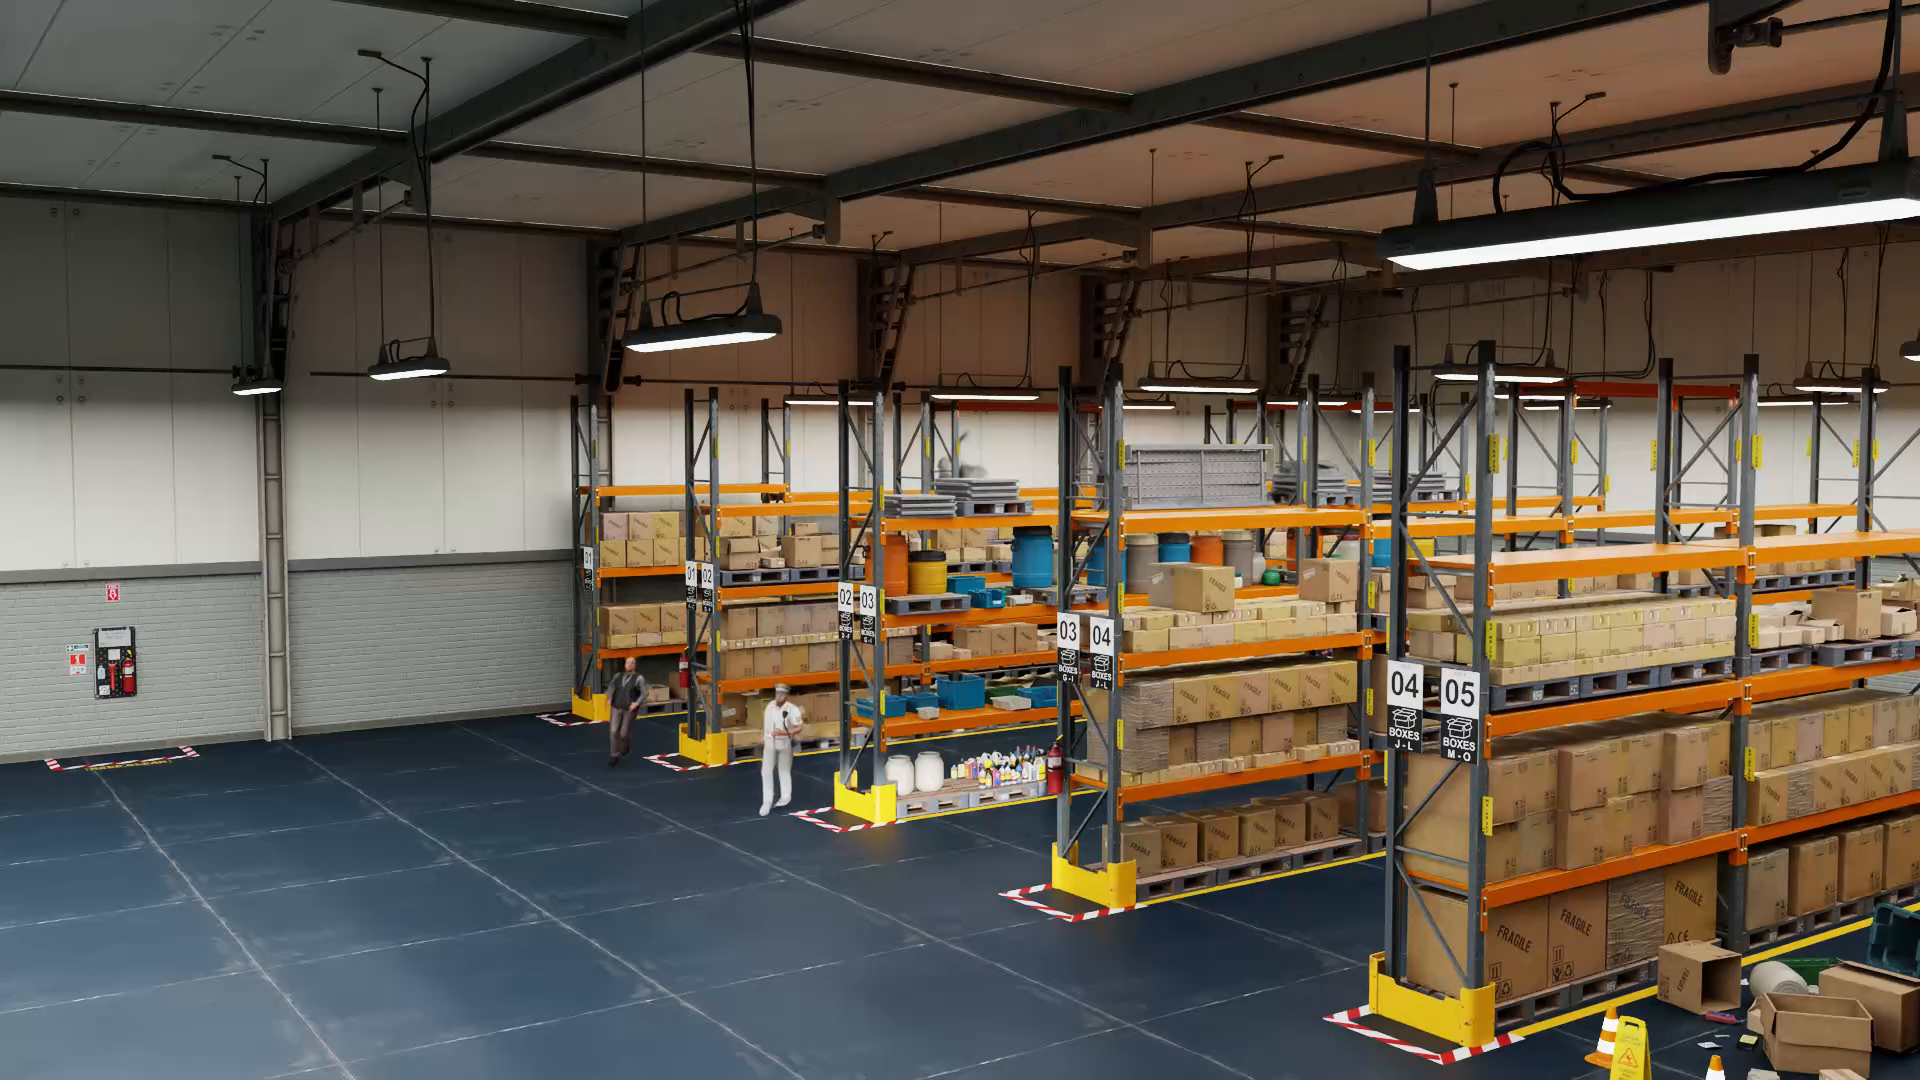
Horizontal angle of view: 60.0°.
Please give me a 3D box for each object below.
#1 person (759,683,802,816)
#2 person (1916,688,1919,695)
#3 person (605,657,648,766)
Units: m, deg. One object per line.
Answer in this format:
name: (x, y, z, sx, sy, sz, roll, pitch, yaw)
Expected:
person: (-2.495, 2.880, 23.137, 0.647, 1.807, 0.745, 1, 4, 12)
person: (13.496, 2.896, 23.228, 0.707, 1.766, 0.650, -1, 4, -23)
person: (-5.358, 2.733, 26.670, 0.709, 1.693, 0.694, 1, 3, 9)
